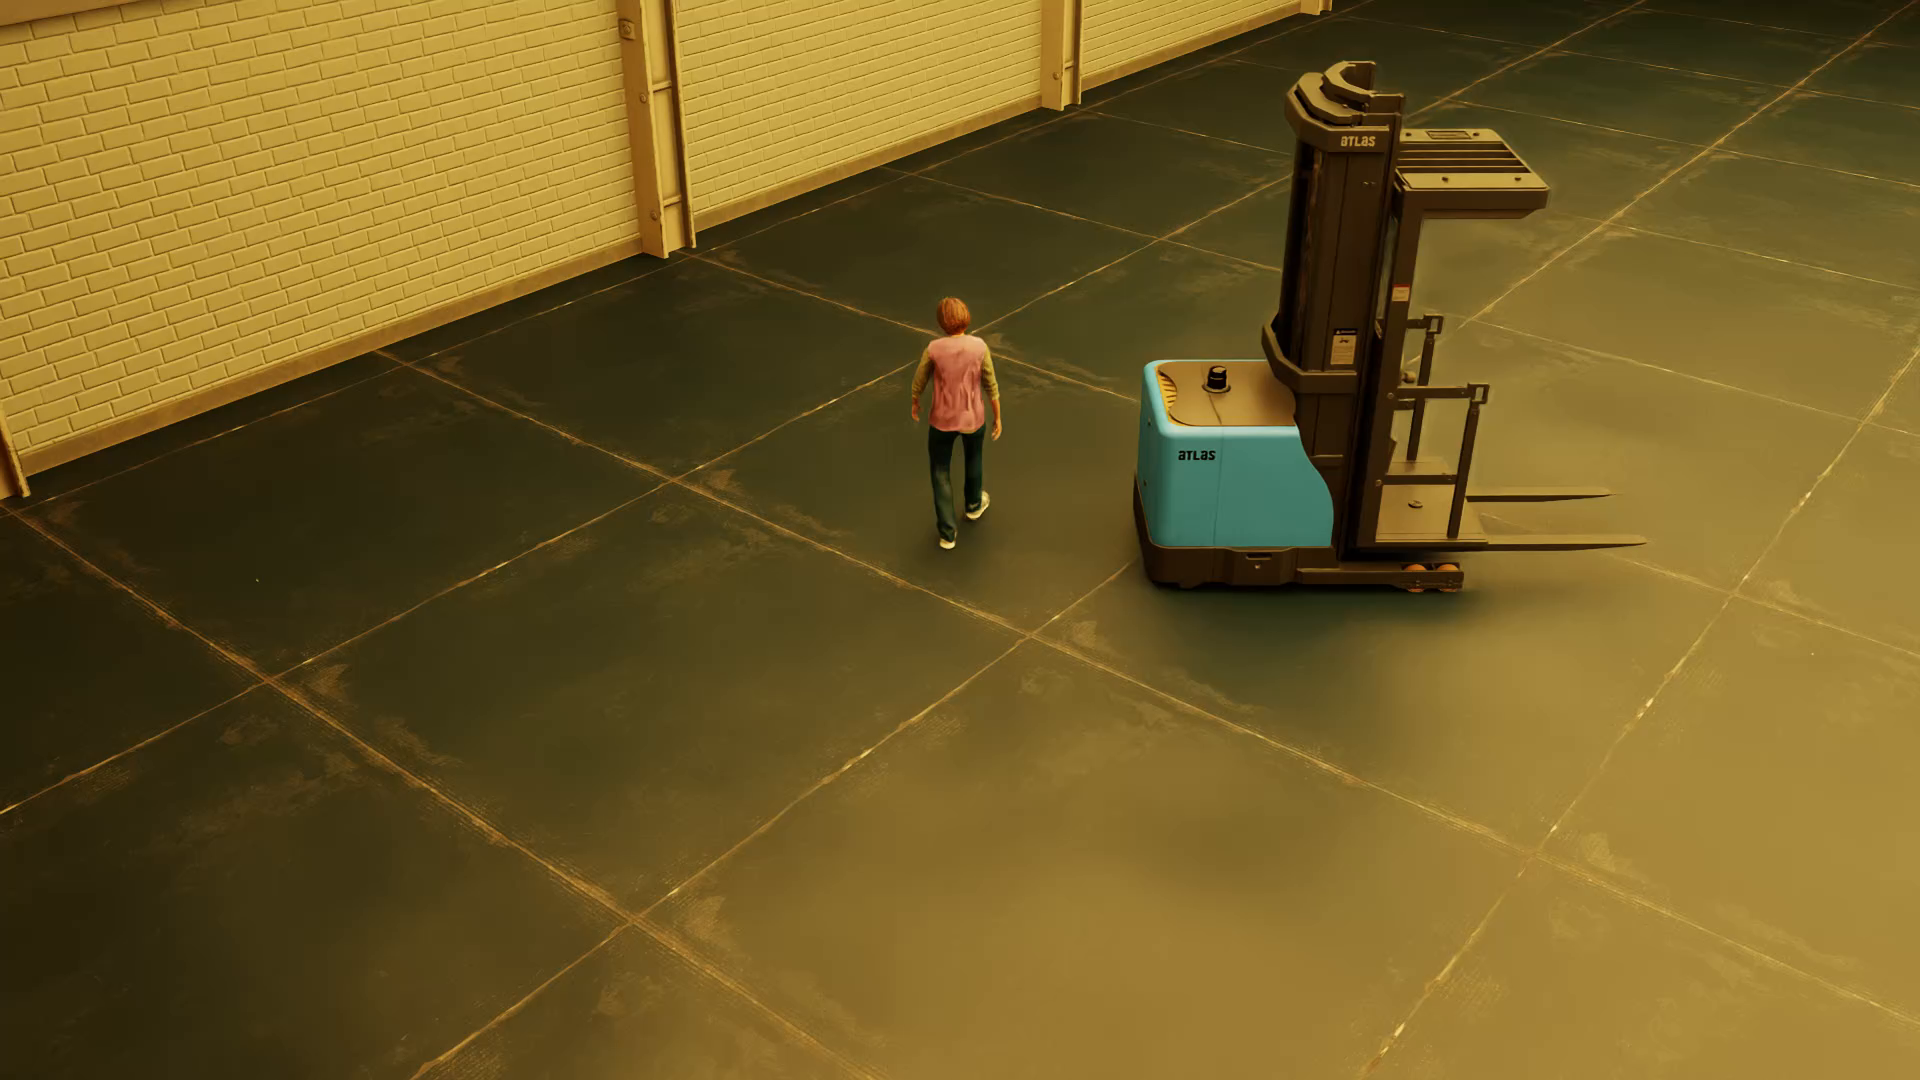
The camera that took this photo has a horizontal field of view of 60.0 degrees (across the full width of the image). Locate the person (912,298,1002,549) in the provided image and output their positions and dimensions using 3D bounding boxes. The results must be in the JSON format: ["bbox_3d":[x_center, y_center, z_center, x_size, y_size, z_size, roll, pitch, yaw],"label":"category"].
[{"bbox_3d":[-0.020,-0.752,10.250,0.532,1.559,0.616,-6,31,-9],"label":"person"}]

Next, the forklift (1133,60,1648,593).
[{"bbox_3d":[2.635,-1.219,9.682,3.031,2.935,1.130,0,30,0],"label":"forklift"}]
